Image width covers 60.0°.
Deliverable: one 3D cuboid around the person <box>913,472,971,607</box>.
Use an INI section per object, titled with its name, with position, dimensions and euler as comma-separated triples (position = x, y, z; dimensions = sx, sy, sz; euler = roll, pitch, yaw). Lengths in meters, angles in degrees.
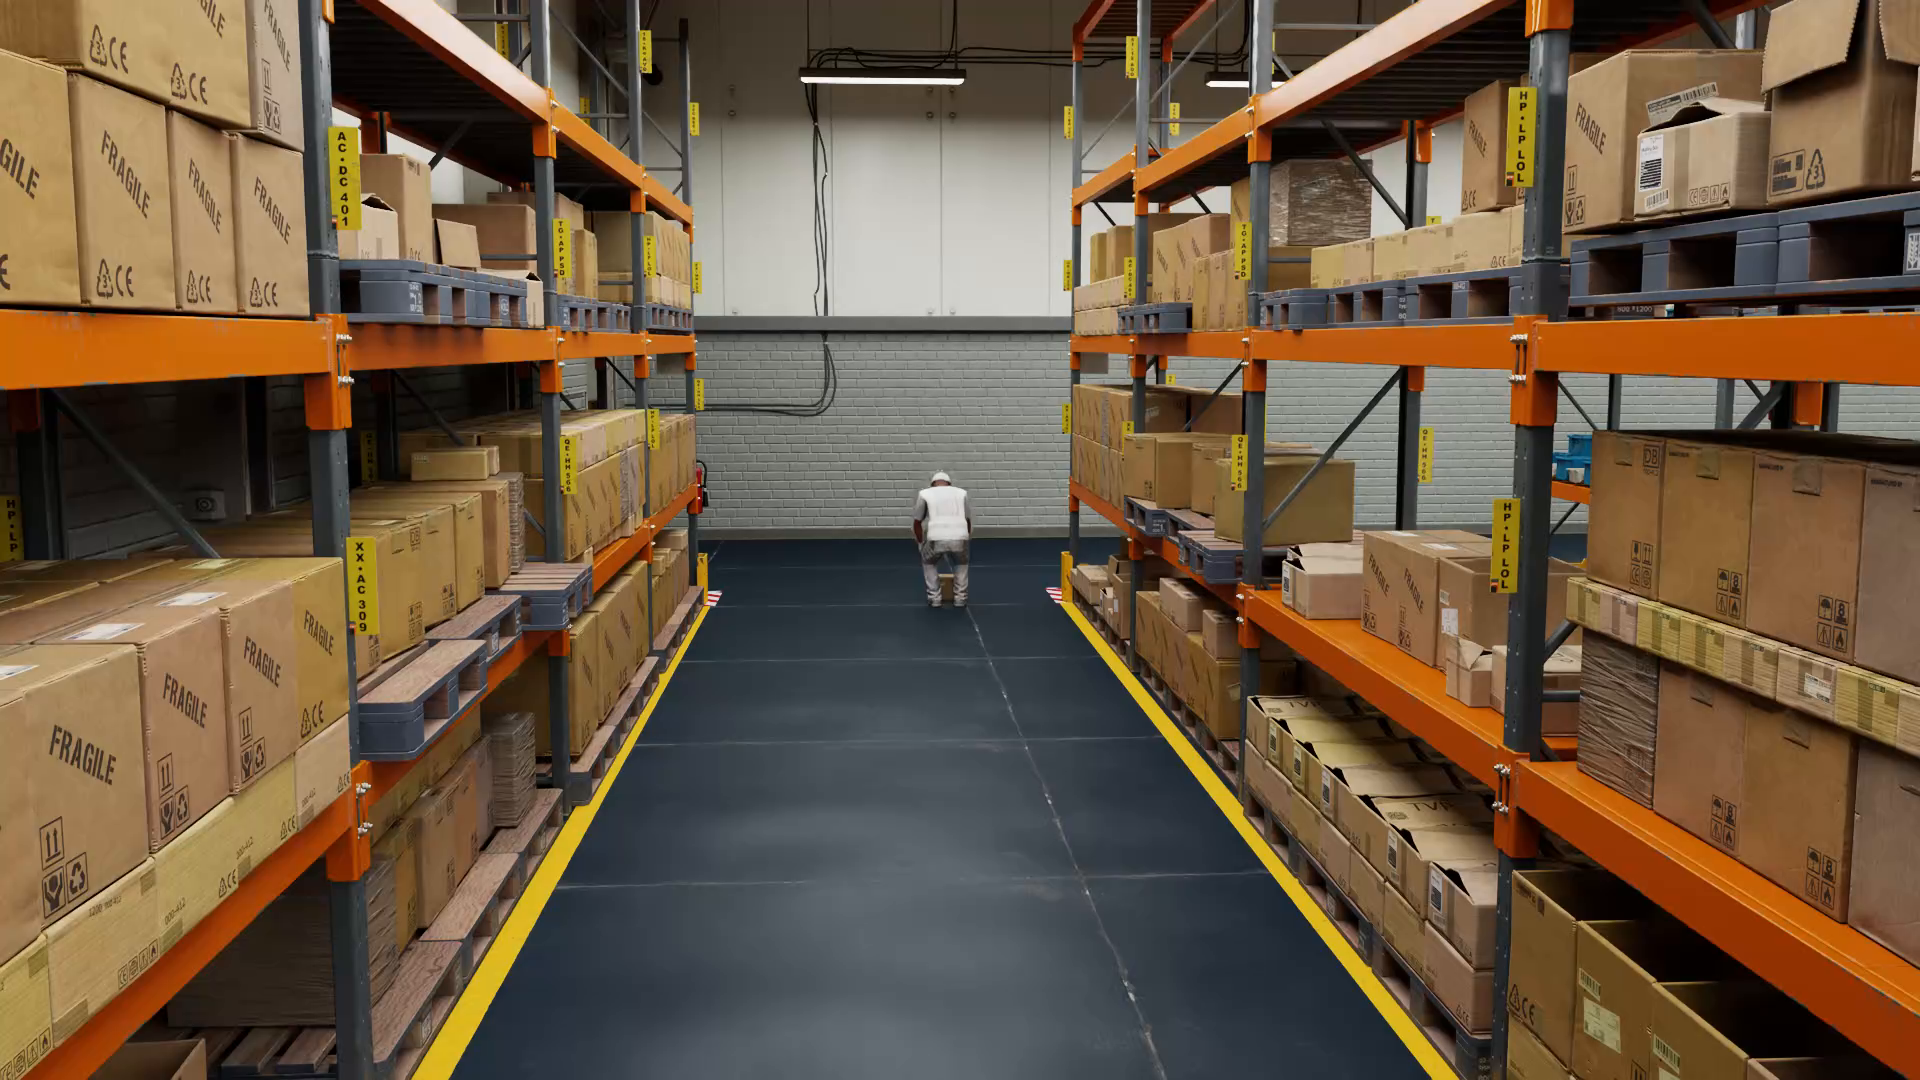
[person]
position = -0.181, -0.004, 17.406
dimensions = 0.613, 1.380, 0.789
euler = 0, 7, -4
